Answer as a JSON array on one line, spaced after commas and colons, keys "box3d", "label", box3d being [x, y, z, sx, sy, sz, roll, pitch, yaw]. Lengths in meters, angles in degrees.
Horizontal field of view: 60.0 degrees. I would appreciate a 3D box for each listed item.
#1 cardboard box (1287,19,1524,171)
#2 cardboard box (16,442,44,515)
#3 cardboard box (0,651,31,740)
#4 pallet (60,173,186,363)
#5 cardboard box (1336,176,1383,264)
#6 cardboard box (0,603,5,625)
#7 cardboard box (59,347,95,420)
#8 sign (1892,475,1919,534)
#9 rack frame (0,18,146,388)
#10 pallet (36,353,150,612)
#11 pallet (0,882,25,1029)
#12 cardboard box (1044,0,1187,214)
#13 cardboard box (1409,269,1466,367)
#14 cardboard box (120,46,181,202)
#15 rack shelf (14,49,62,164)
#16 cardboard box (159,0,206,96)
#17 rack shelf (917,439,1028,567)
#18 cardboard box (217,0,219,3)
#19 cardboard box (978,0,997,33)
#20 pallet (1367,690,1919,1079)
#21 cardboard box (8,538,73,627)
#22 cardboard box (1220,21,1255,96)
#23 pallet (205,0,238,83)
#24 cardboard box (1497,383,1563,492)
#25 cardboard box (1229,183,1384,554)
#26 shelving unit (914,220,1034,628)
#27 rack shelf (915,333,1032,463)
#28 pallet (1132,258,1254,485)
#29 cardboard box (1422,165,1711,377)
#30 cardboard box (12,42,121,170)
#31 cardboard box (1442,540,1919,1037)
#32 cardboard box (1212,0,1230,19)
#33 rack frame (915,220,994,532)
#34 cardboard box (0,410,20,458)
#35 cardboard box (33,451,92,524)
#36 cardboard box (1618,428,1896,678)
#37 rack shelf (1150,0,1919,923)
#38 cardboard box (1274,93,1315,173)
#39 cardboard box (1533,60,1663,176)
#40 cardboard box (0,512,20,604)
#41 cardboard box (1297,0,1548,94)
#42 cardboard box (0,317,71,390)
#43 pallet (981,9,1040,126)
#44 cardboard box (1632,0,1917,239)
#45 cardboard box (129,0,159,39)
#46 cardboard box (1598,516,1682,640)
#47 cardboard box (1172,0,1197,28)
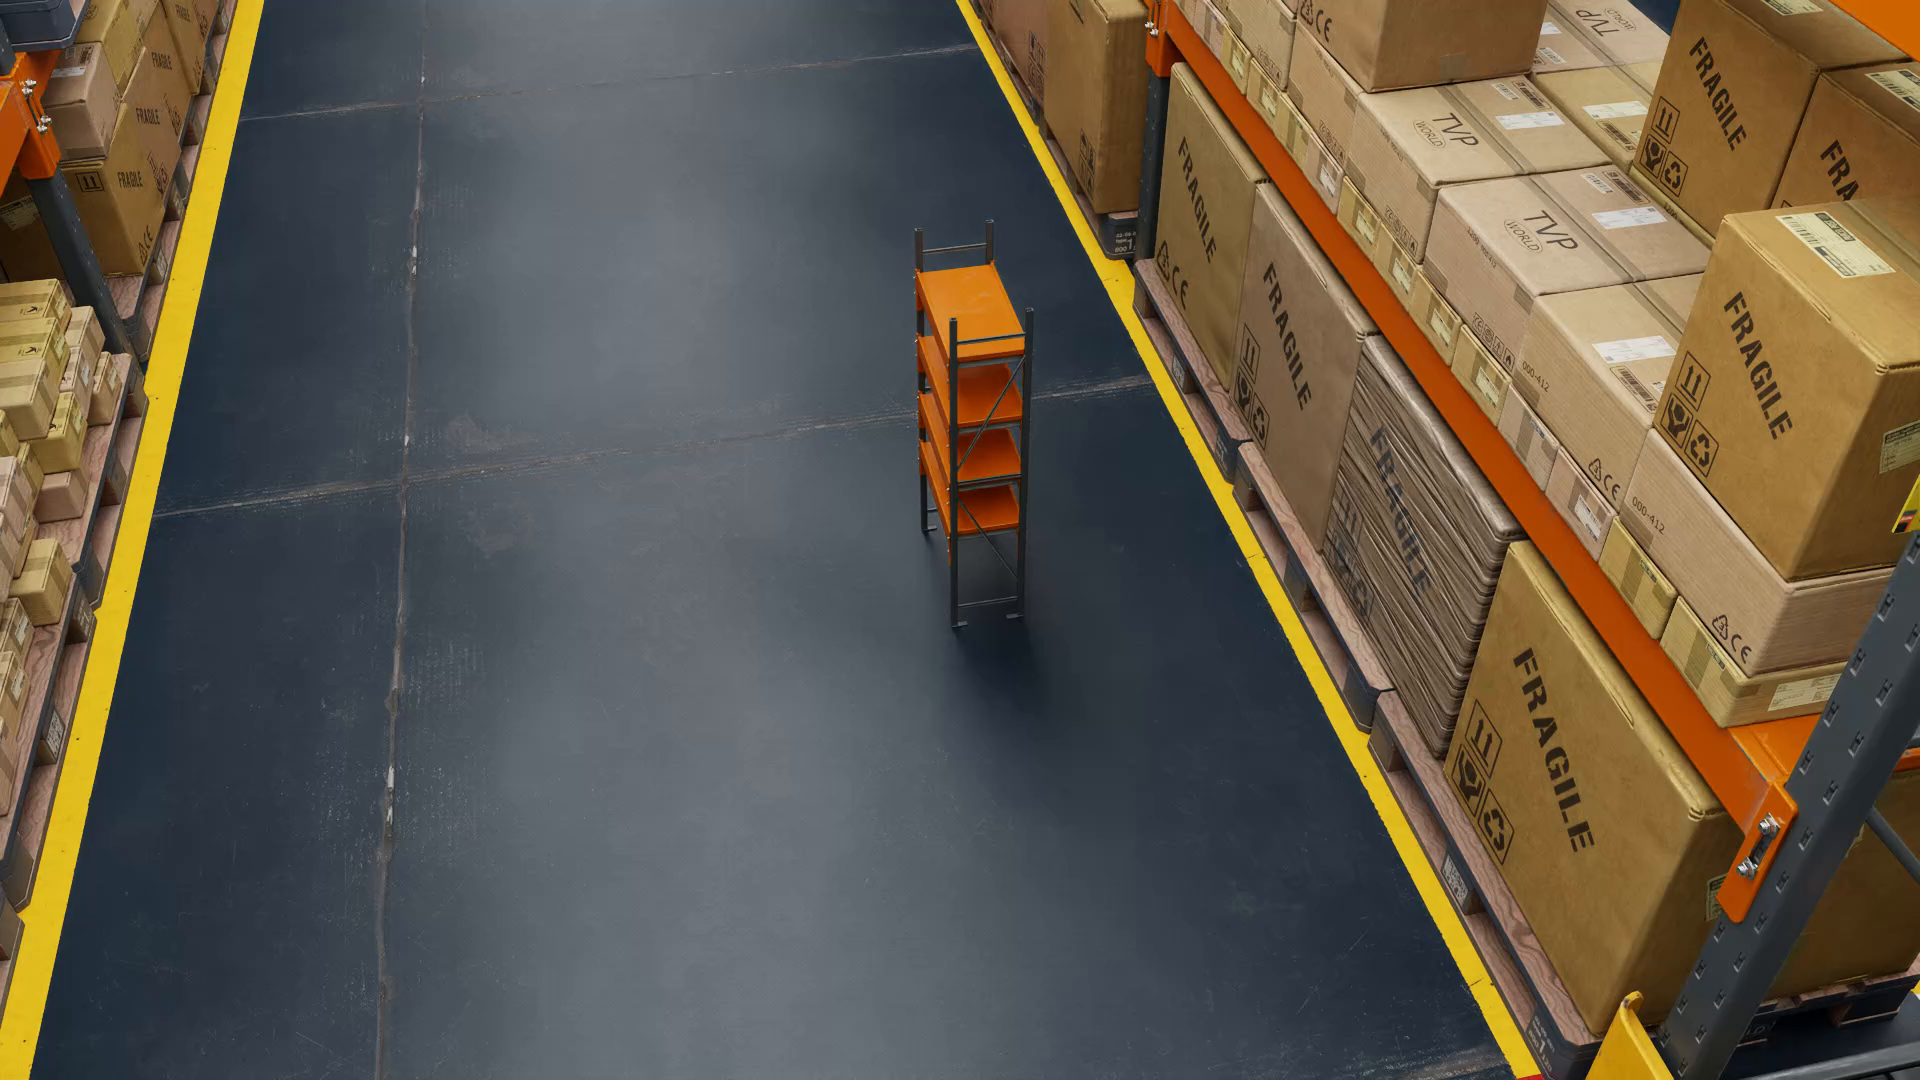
[{"box3d": [1.295, -1.334, 4.883, 0.500, 0.250, 0.500, -7, 42, -8], "label": "cardboard box"}, {"box3d": [-3.153, -0.156, 5.274, 0.380, 0.149, 0.250, -8, 42, -9], "label": "cardboard box"}, {"box3d": [-2.920, 0.481, 4.779, 0.380, 0.149, 0.250, -8, 42, -9], "label": "cardboard box"}, {"box3d": [-3.805, -1.096, 6.825, 1.003, 0.211, 1.213, -8, 42, -9], "label": "pallet"}, {"box3d": [1.307, -0.936, 4.734, 0.380, 0.149, 0.250, -9, 42, -11], "label": "cardboard box"}, {"box3d": [-3.041, 0.183, 4.892, 0.380, 0.149, 0.250, -10, 43, -11], "label": "cardboard box"}, {"box3d": [-3.187, -0.504, 5.665, 0.380, 0.149, 0.250, -10, 43, -11], "label": "cardboard box"}, {"box3d": [1.560, -0.139, 2.597, 0.100, 0.325, 0.005, -8, 42, -9], "label": "sign"}, {"box3d": [-3.635, -1.634, 5.331, 1.000, 3.000, 0.127, -8, 42, -9], "label": "rack frame"}, {"box3d": [-3.456, -0.161, 5.772, 1.003, 0.211, 1.213, -8, 42, -9], "label": "pallet"}, {"box3d": [-2.929, 1.421, 3.991, 1.003, 0.211, 1.213, -8, 42, -9], "label": "pallet"}, {"box3d": [1.072, -2.054, 7.088, 1.225, 0.875, 0.875, -8, 42, -9], "label": "cardboard box"}, {"box3d": [1.416, -0.606, 4.363, 0.380, 0.149, 0.250, -8, 42, -9], "label": "cardboard box"}, {"box3d": [-3.652, -1.716, 6.990, 0.500, 0.500, 0.500, -7, 42, -7], "label": "cardboard box"}, {"box3d": [-4.067, -2.662, 7.031, 1.077, 0.370, 4.000, -8, 42, -9], "label": "rack shelf"}, {"box3d": [-3.863, -2.383, 7.741, 0.500, 0.500, 0.500, -10, 43, -11], "label": "cardboard box"}, {"box3d": [0.036, -0.143, 5.407, 0.258, 0.148, 0.480, -8, 42, -9], "label": "rack shelf"}, {"box3d": [-4.102, -3.060, 8.504, 0.500, 0.500, 0.500, -9, 42, -9], "label": "cardboard box"}, {"box3d": [0.680, -3.205, 8.386, 1.225, 0.875, 0.875, -8, 42, -9], "label": "cardboard box"}, {"box3d": [1.844, 0.849, 4.634, 1.003, 0.211, 1.213, -8, 42, -9], "label": "pallet"}, {"box3d": [-2.995, 0.151, 5.151, 0.380, 0.149, 0.250, -8, 42, -9], "label": "cardboard box"}, {"box3d": [1.083, -1.605, 5.488, 0.380, 0.149, 0.250, -7, 42, -8], "label": "cardboard box"}, {"box3d": [-4.332, -2.677, 8.607, 1.003, 0.211, 1.213, -8, 42, -9], "label": "pallet"}, {"box3d": [1.530, -0.270, 3.984, 0.380, 0.149, 0.250, -8, 42, -9], "label": "cardboard box"}, {"box3d": [1.488, -0.619, 5.472, 0.875, 0.875, 0.875, -8, 42, -9], "label": "cardboard box"}, {"box3d": [0.036, -0.341, 5.231, 0.258, 1.200, 0.503, -8, 42, -9], "label": "shelving unit"}, {"box3d": [0.036, -0.458, 5.127, 0.258, 0.148, 0.480, -8, 42, -9], "label": "rack shelf"}, {"box3d": [1.317, -0.732, 6.416, 1.003, 0.211, 1.213, -8, 42, -9], "label": "pallet"}, {"box3d": [1.510, -0.677, 4.142, 0.500, 0.250, 0.500, -10, 43, -11], "label": "cardboard box"}, {"box3d": [-3.537, -1.654, 6.355, 0.500, 0.250, 0.500, -10, 43, -11], "label": "cardboard box"}, {"box3d": [1.877, 0.548, 4.158, 0.875, 0.875, 0.875, -8, 42, -9], "label": "cardboard box"}, {"box3d": [1.075, -1.992, 5.624, 0.500, 0.250, 0.500, -9, 42, -10], "label": "cardboard box"}, {"box3d": [-0.017, -0.500, 5.409, 0.240, 1.200, 0.015, -8, 42, -9], "label": "rack frame"}, {"box3d": [-3.170, -0.255, 5.160, 0.380, 0.149, 0.250, -7, 42, -8], "label": "cardboard box"}, {"box3d": [-3.124, -0.177, 5.521, 0.380, 0.149, 0.250, -10, 43, -11], "label": "cardboard box"}, {"box3d": [1.729, -0.018, 3.399, 0.500, 0.250, 0.500, -9, 42, -10], "label": "cardboard box"}, {"box3d": [1.661, -0.714, 4.837, 1.077, 0.370, 4.000, -8, 42, -9], "label": "rack shelf"}, {"box3d": [1.197, -1.269, 5.109, 0.380, 0.149, 0.250, -9, 42, -10], "label": "cardboard box"}, {"box3d": [1.911, -1.091, 4.609, 0.500, 0.250, 0.500, -9, 42, -10], "label": "cardboard box"}, {"box3d": [-2.951, 0.081, 4.783, 0.380, 0.149, 0.250, -10, 43, -11], "label": "cardboard box"}, {"box3d": [1.299, -1.611, 4.629, 0.500, 0.500, 0.500, -10, 42, -11], "label": "cardboard box"}, {"box3d": [-3.211, -0.594, 5.543, 0.380, 0.149, 0.250, -8, 42, -9], "label": "cardboard box"}, {"box3d": [0.722, -2.518, 8.428, 1.003, 0.211, 1.213, -8, 42, -9], "label": "pallet"}, {"box3d": [2.027, -1.031, 3.976, 0.500, 0.500, 0.500, -9, 42, -10], "label": "cardboard box"}, {"box3d": [-3.760, -2.330, 7.117, 0.500, 0.250, 0.500, -7, 42, -8], "label": "cardboard box"}, {"box3d": [1.637, 0.056, 3.617, 0.380, 0.149, 0.250, -8, 42, -9], "label": "cardboard box"}, {"box3d": [0.968, -1.946, 5.872, 0.380, 0.149, 0.250, -8, 42, -9], "label": "cardboard box"}]
